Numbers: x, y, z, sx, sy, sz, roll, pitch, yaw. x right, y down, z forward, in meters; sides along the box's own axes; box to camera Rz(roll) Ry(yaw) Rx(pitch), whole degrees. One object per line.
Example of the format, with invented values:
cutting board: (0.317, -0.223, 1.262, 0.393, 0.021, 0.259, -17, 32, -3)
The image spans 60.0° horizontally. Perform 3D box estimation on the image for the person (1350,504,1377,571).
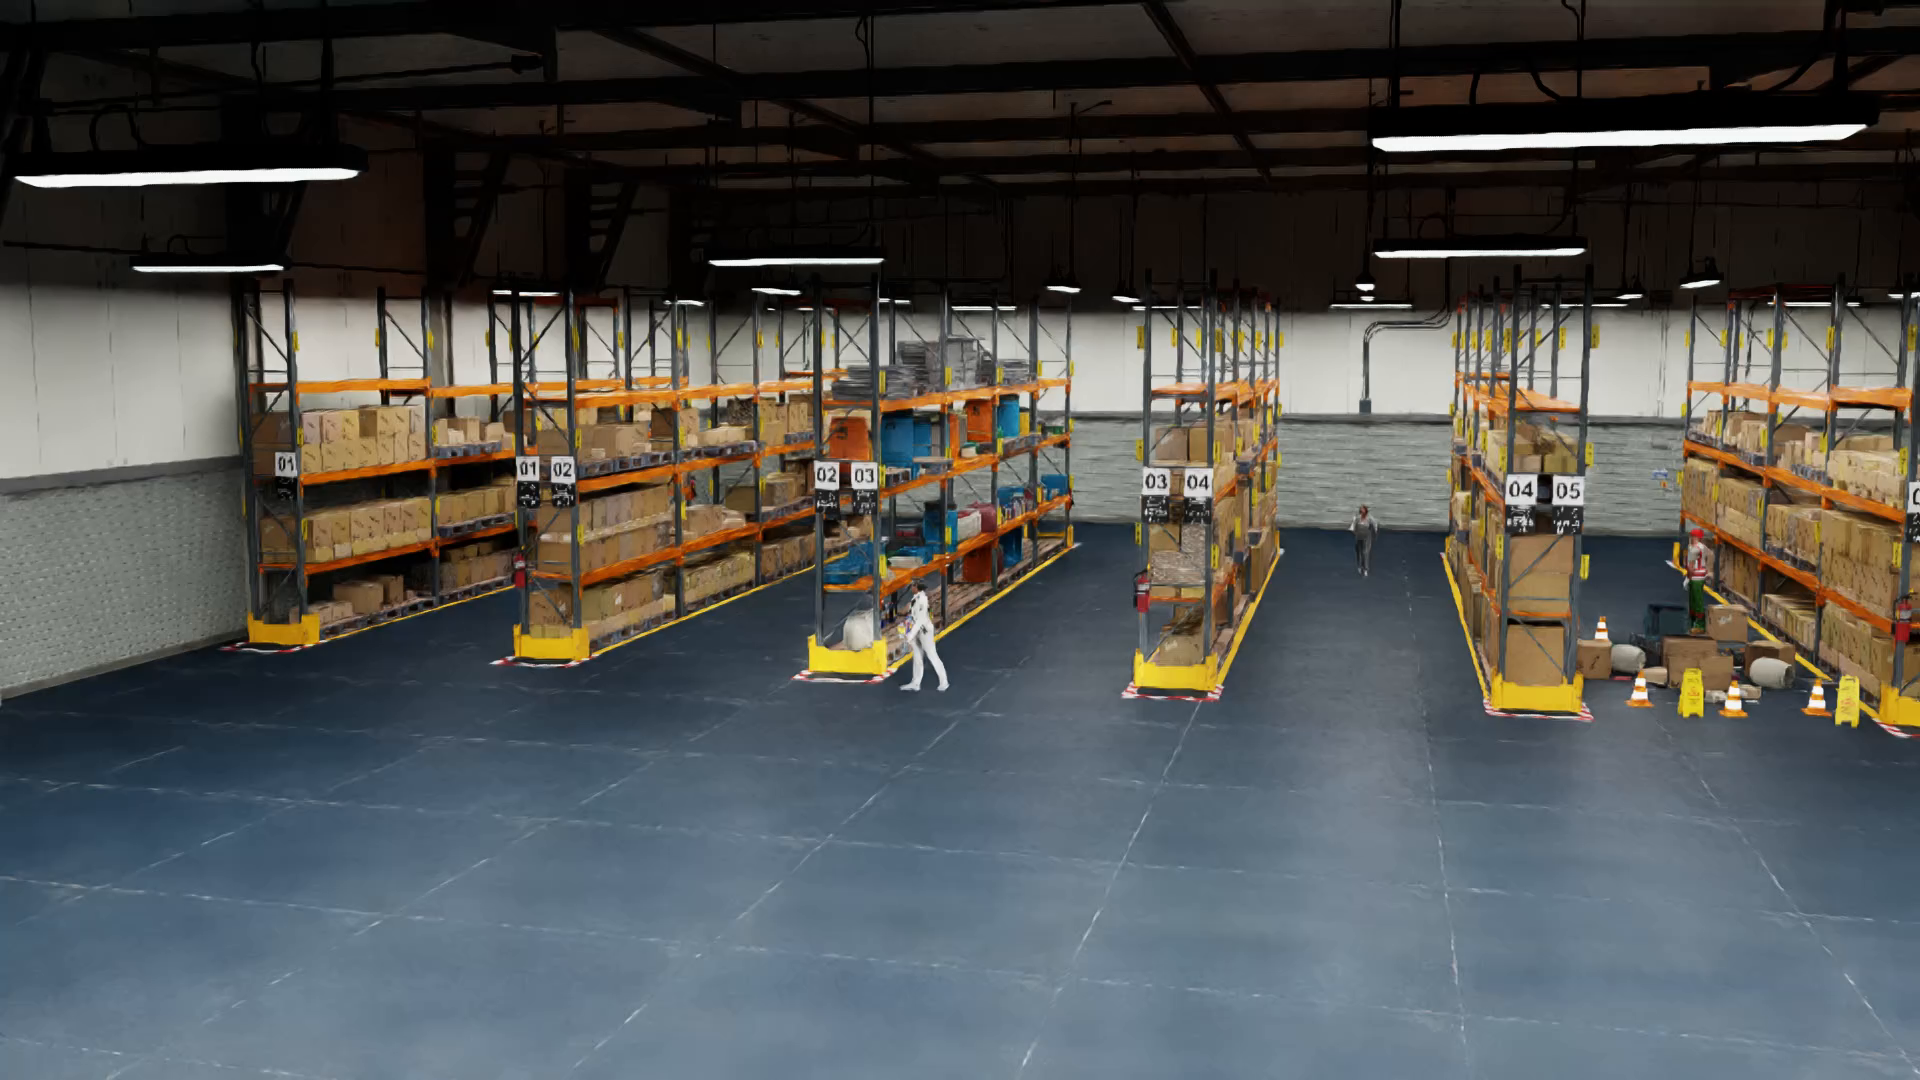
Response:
person: (8.616, -0.052, 35.532, 0.562, 1.452, 0.815, 2, 7, 19)

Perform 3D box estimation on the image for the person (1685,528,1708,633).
person: (12.596, 0.677, 28.610, 0.576, 1.785, 0.524, 6, 9, 39)

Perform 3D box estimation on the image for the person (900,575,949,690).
person: (-0.505, 1.330, 23.826, 0.683, 1.659, 0.498, -2, 7, -13)
